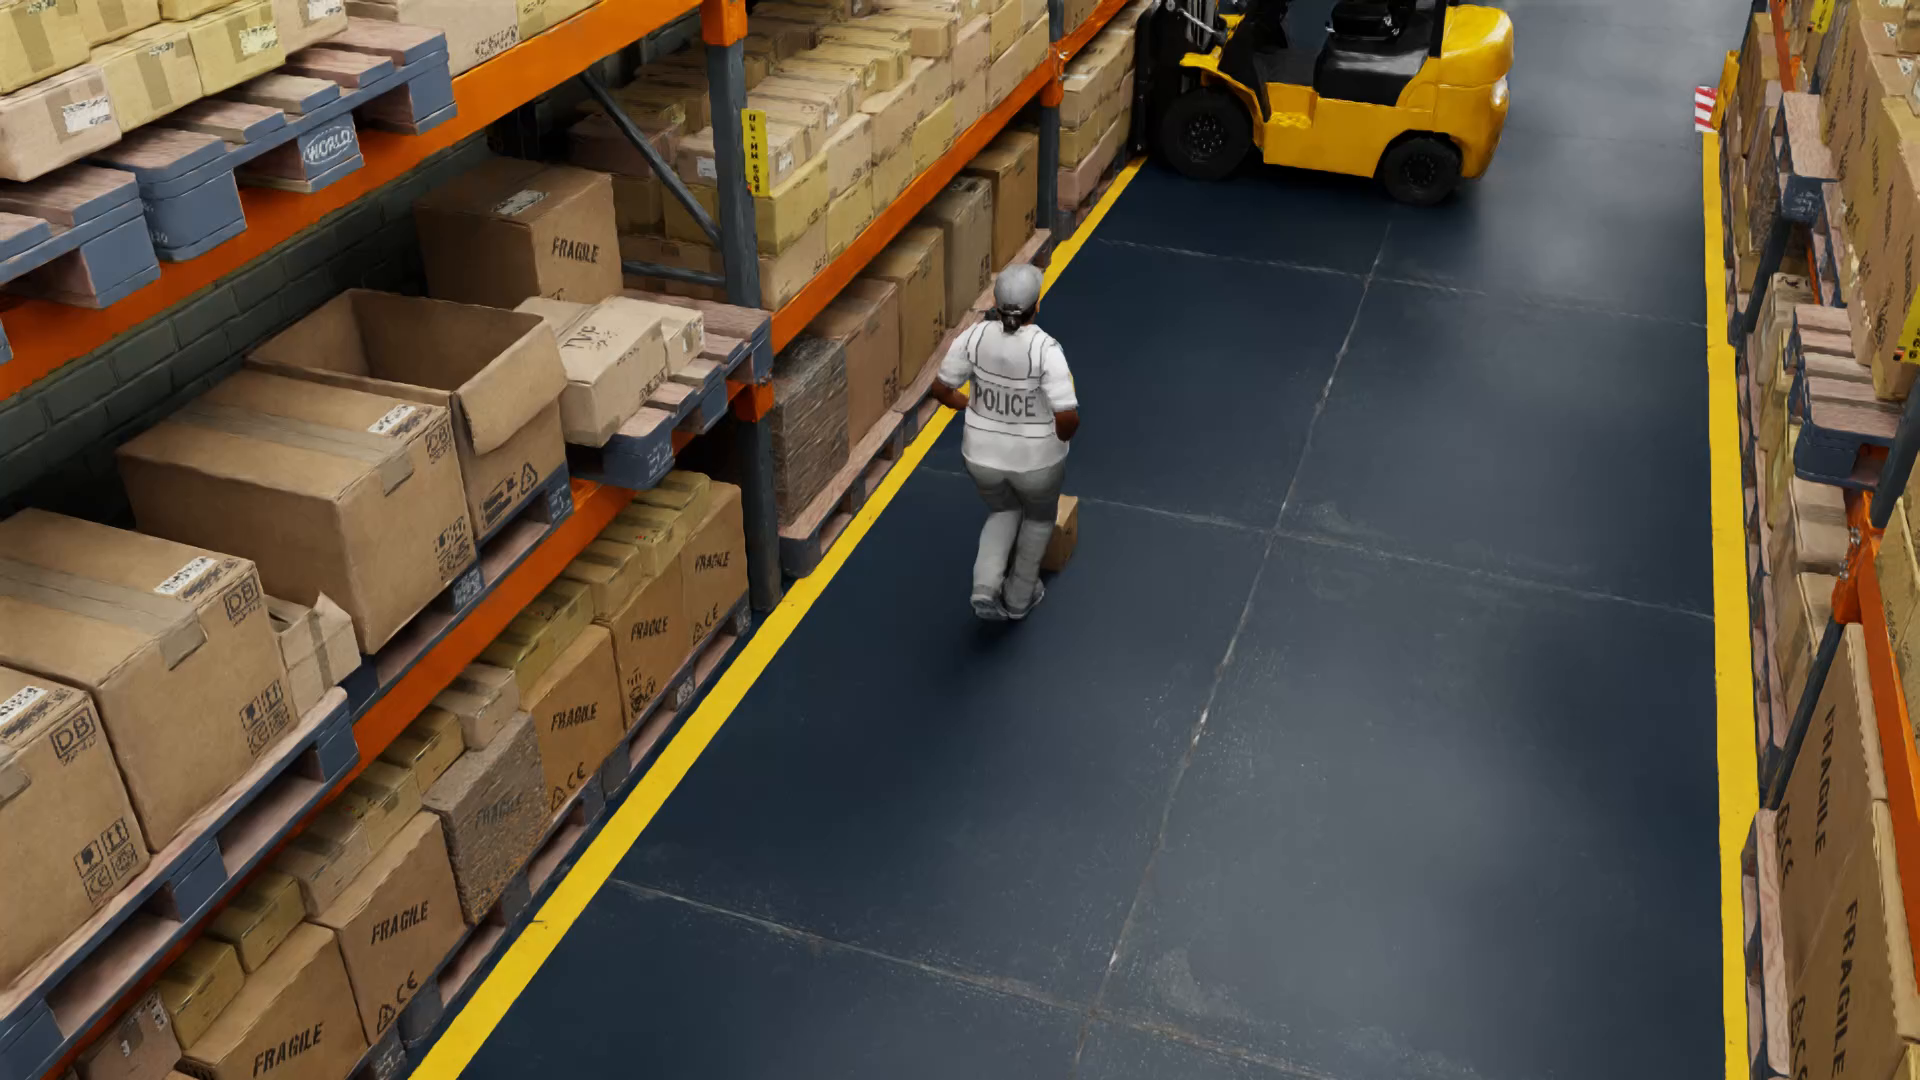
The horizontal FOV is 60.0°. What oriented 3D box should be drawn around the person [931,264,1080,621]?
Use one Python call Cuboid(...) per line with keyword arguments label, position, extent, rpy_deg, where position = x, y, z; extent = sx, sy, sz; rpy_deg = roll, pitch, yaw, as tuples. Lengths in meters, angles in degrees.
Cuboid(label="person", position=(0.208, -0.346, 6.687), extent=(0.622, 1.631, 0.563), rpy_deg=(14, 36, 20))
